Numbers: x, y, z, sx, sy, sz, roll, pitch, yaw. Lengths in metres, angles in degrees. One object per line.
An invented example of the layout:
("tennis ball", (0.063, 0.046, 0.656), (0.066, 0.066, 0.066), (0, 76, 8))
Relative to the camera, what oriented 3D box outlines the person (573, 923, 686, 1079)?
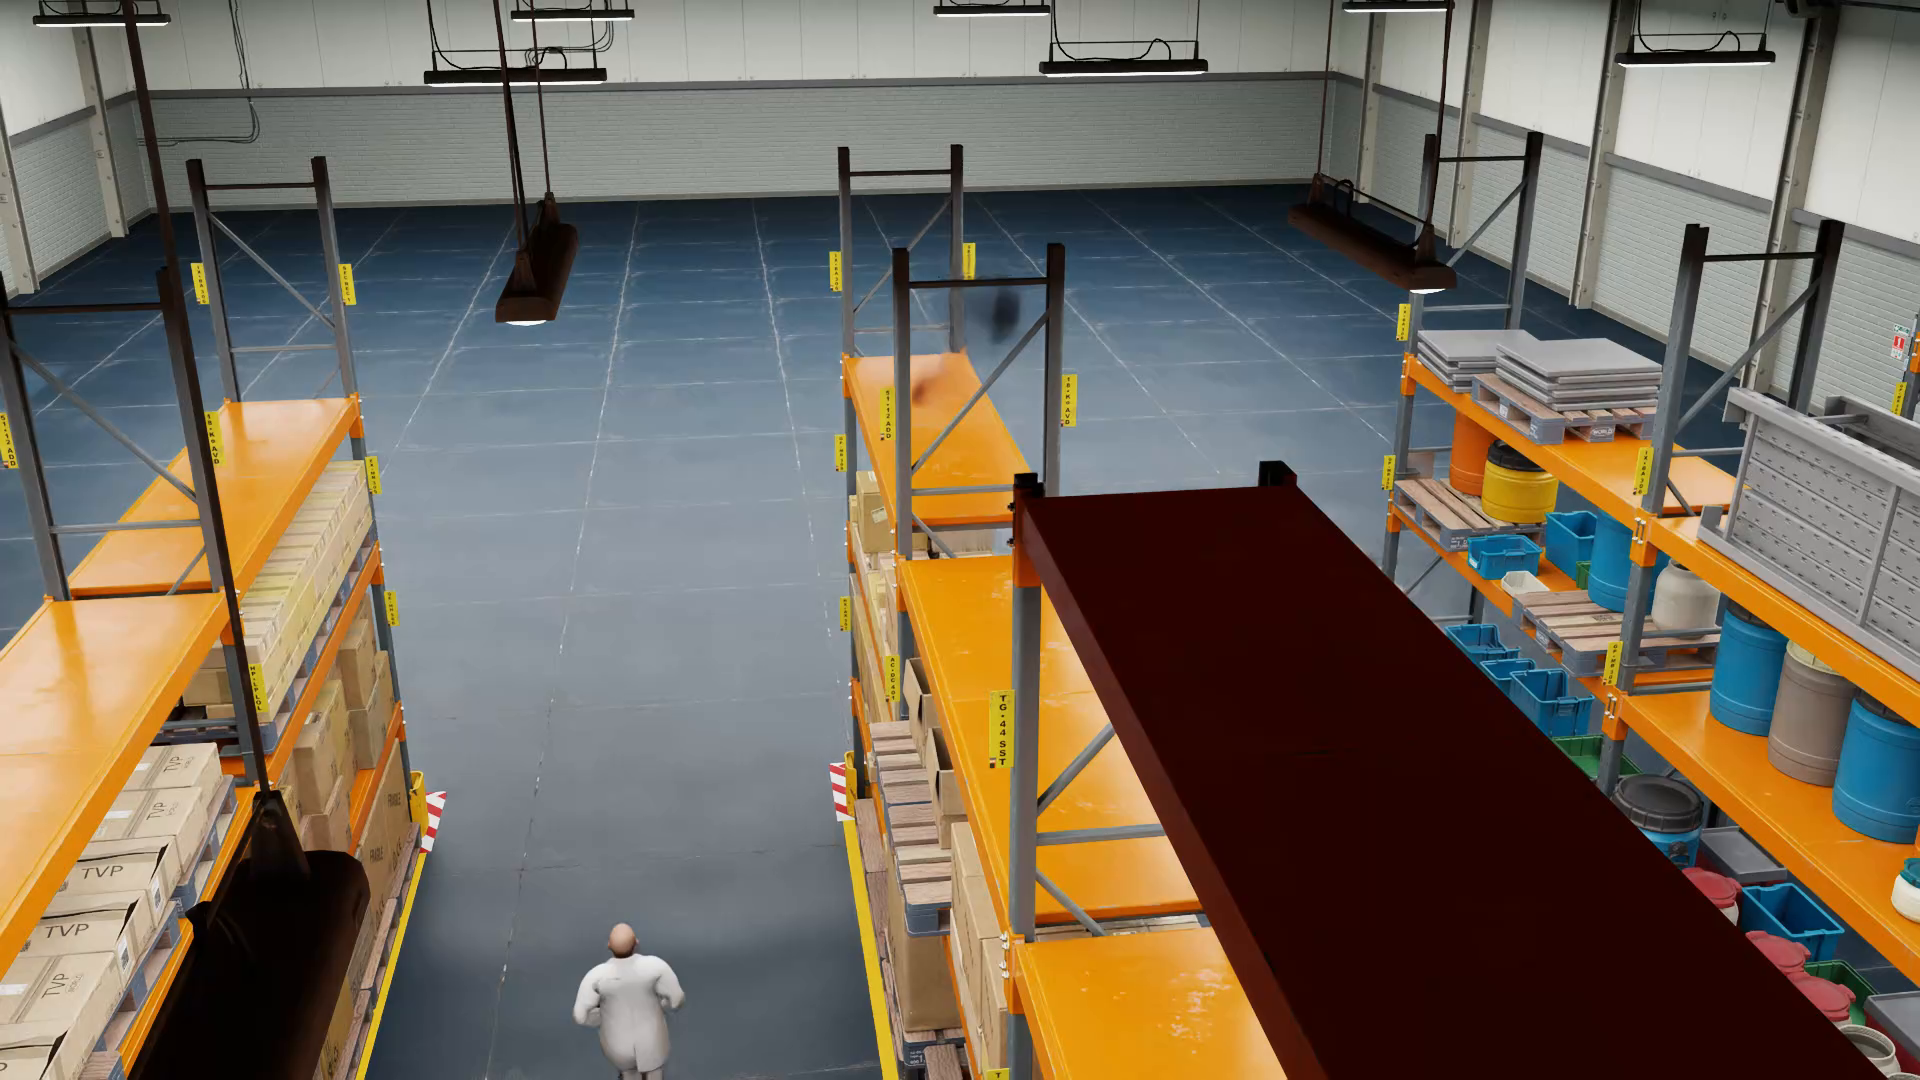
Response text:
("person", (-2.166, 3.296, 10.998), (0.726, 1.742, 0.771), (-5, 22, -12))
